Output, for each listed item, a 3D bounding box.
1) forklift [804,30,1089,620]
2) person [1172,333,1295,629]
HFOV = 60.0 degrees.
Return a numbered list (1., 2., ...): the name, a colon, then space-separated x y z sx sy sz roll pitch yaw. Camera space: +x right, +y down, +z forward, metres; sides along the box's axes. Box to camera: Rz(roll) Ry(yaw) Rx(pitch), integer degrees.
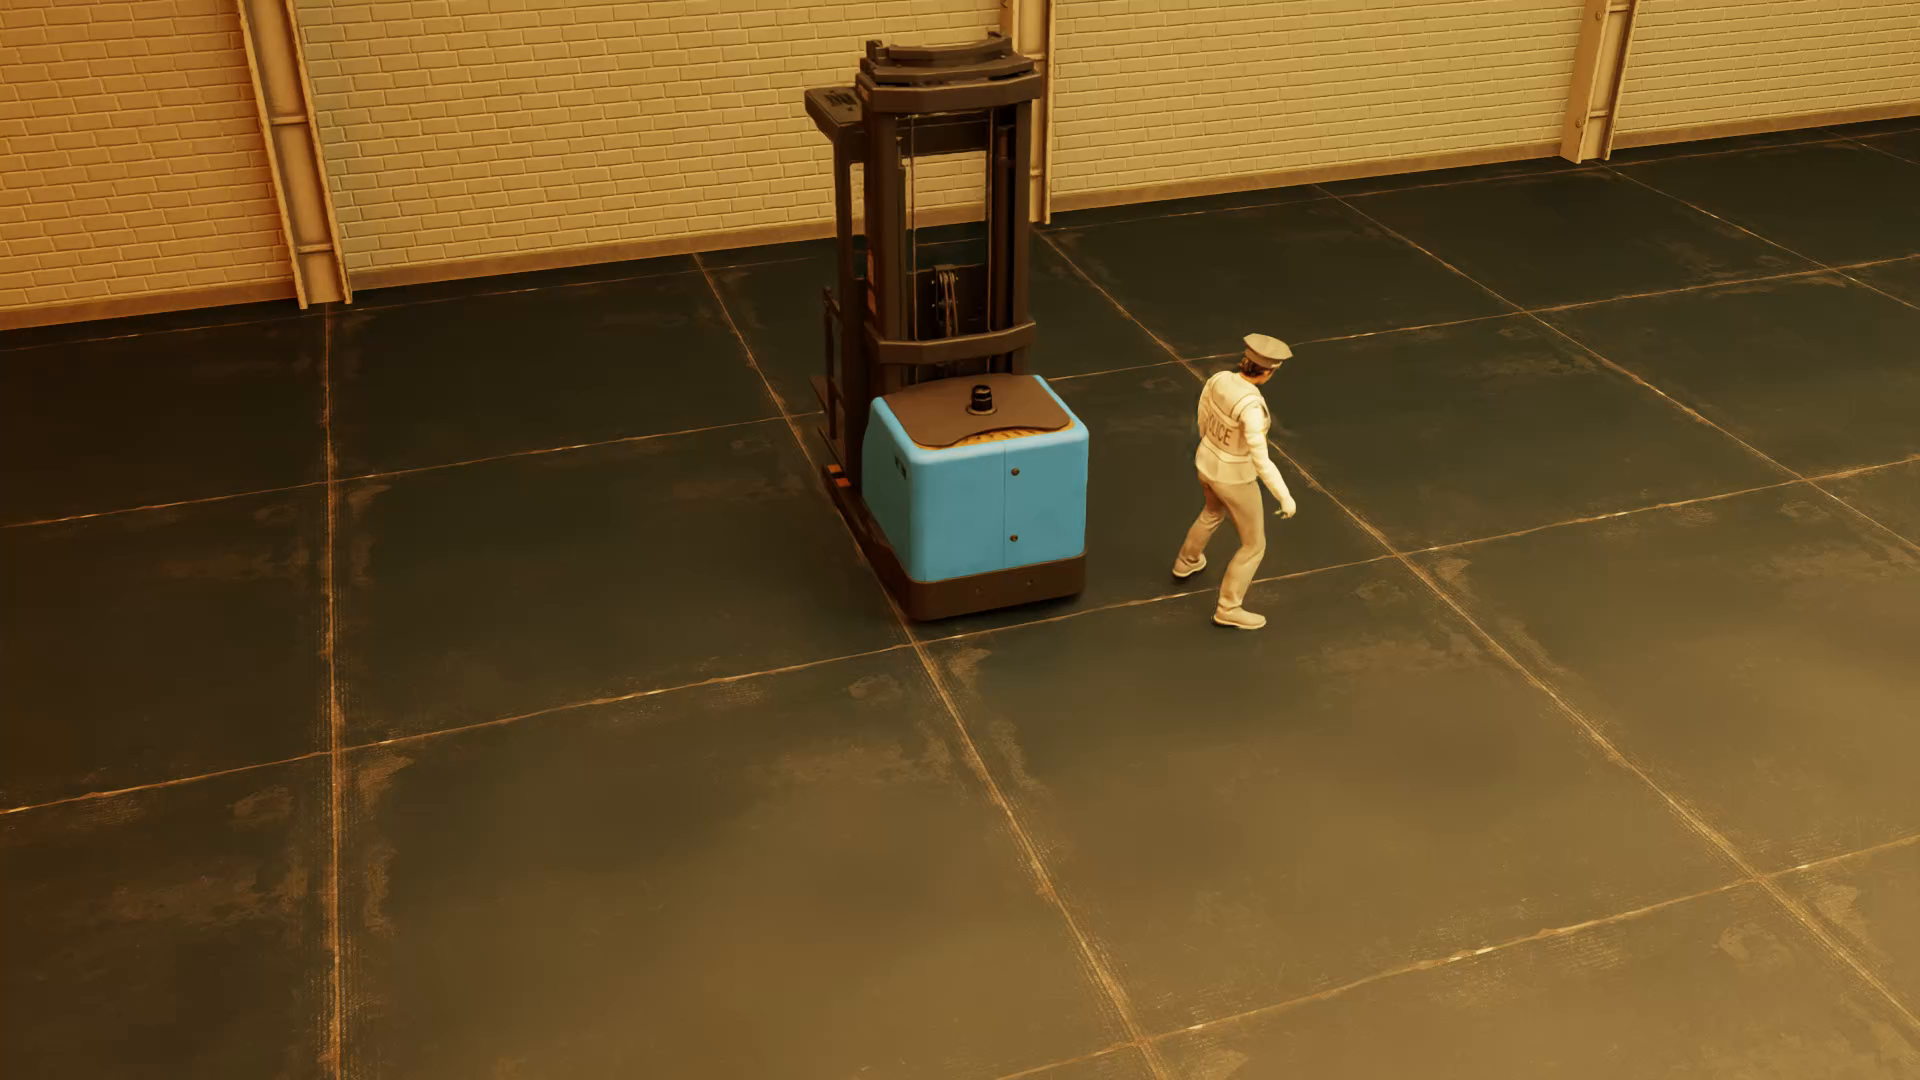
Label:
1. forklift: -0.241 -1.551 9.783 1.130 2.935 3.031 -10 31 -16
2. person: 1.483 -0.364 9.040 0.400 1.626 0.849 -12 32 -19
